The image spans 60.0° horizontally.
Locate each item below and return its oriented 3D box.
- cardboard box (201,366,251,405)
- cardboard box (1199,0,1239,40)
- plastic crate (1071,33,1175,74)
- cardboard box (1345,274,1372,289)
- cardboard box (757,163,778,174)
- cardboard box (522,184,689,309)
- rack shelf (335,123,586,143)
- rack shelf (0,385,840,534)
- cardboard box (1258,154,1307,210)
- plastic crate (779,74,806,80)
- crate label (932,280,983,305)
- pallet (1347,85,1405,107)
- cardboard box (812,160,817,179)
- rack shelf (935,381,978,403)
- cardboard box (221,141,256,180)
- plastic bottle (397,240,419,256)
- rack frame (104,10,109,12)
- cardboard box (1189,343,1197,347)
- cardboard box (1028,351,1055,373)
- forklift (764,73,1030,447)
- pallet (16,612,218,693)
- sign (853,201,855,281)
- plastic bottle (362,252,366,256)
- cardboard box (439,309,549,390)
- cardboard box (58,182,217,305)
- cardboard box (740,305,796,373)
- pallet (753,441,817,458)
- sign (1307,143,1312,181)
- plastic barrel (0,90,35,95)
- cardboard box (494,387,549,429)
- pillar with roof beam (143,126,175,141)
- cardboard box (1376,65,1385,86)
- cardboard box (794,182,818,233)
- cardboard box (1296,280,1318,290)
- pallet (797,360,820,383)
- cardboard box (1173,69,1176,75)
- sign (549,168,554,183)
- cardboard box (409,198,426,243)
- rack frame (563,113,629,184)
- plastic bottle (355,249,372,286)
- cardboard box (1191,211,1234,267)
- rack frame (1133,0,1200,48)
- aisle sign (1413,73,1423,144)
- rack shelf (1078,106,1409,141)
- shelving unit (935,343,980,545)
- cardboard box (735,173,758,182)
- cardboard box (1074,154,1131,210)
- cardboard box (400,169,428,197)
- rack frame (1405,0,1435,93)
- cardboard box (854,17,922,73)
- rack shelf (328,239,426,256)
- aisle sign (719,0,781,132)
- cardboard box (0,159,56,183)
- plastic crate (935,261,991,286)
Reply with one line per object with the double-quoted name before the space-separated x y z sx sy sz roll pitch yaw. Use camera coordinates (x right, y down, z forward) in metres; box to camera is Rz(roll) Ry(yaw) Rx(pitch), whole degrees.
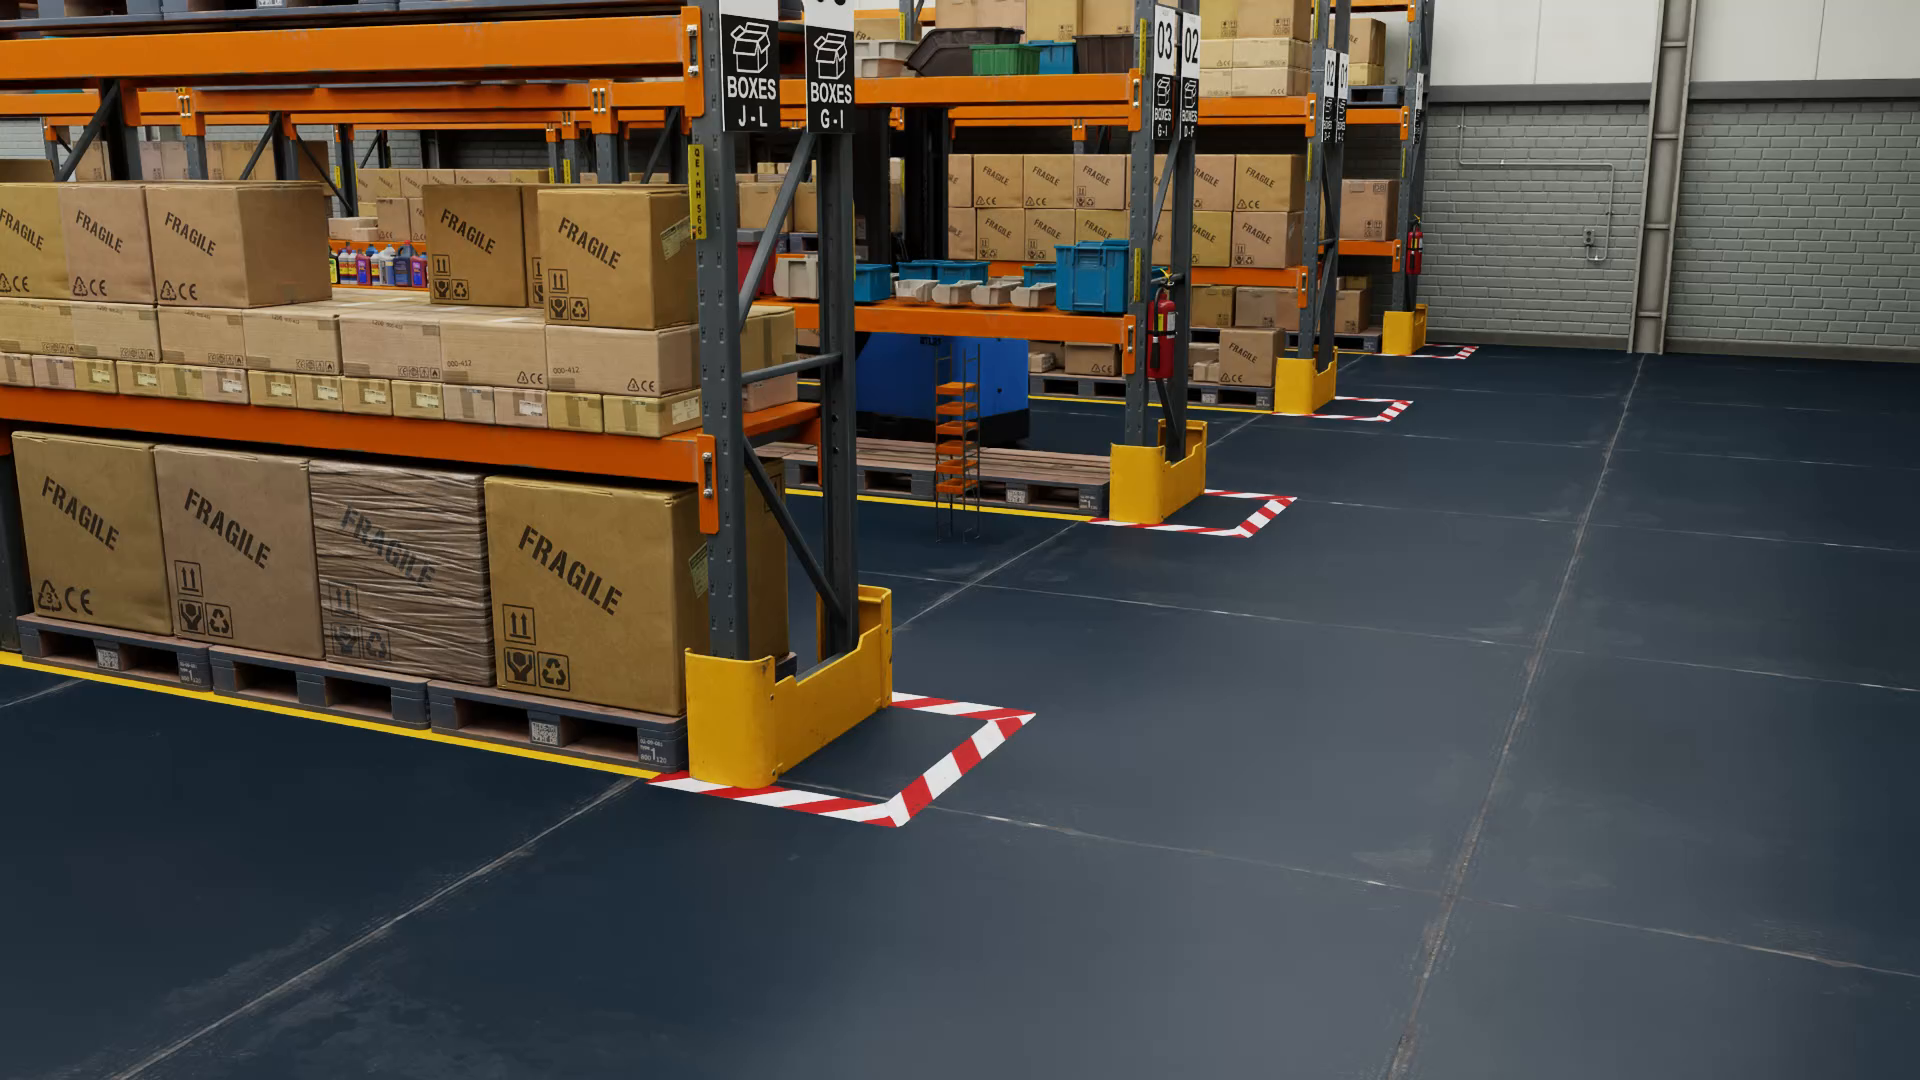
"cardboard box" -3.026 -0.688 7.173 0.250 0.149 0.380 6 14 24
"cardboard box" 2.427 -4.830 15.299 0.500 0.500 0.700 6 14 23
"plastic crate" 1.077 -3.182 10.971 0.590 0.269 0.497 6 14 23
"cardboard box" 4.844 -3.138 20.197 0.250 0.149 0.380 6 14 24
"cardboard box" -2.613 -5.132 22.959 0.250 0.149 0.380 3 14 14
"cardboard box" -1.477 -1.241 7.014 0.500 0.500 0.500 5 14 22
"rack shelf" -7.471 -6.167 24.977 4.000 0.370 1.077 6 14 23
"rack shelf" -2.518 -0.492 7.361 4.000 0.370 1.077 6 14 23
"cardboard box" 3.027 -3.358 15.591 0.500 0.500 0.500 6 15 25
"plastic crate" -1.316 -3.286 11.415 0.590 0.269 0.497 6 14 23
"crate label" -0.026 -1.681 11.298 0.243 0.136 0.396 6 14 23
"pallet" 4.647 -5.245 19.668 1.213 0.211 1.003 6 14 23
"cardboard box" -1.648 -4.971 22.319 0.500 0.250 0.500 6 15 25
"rack shelf" -0.013 -0.893 10.051 0.180 0.103 0.258 6 14 23
"cardboard box" -8.516 -4.603 20.246 0.500 0.500 0.700 6 14 23
"plastic bottle" -4.382 -2.201 13.176 0.185 0.351 0.144 6 14 23
"rack frame" -4.347 -3.948 7.382 0.127 3.000 1.000 6 14 23
"cardboard box" 2.029 -1.804 16.432 0.500 0.250 0.500 6 14 23
"cardboard box" 0.760 -1.769 16.467 0.250 0.166 0.380 6 14 23
"forklift" -0.900 -2.326 13.750 3.031 2.935 1.130 10 17 38
"pallet" -3.684 0.417 8.016 1.213 0.211 1.003 6 14 23
"sign" -0.460 -1.233 6.874 0.005 0.325 0.100 6 14 23
"plastic bottle" -5.057 -2.342 14.105 0.097 0.201 0.097 0 13 0
"cardboard box" -1.704 -0.766 6.629 0.500 0.250 0.500 6 14 22
"cardboard box" -3.566 -1.319 7.347 0.500 0.500 0.500 6 14 23
"cardboard box" -1.019 -0.830 6.903 0.500 0.250 0.500 5 14 22
"pallet" -1.653 -0.644 12.539 1.213 0.211 1.003 6 14 23
"sign" 3.083 -3.330 14.652 0.005 0.325 0.100 6 14 23
"plastic barrel" -8.504 -4.444 14.966 0.600 0.901 0.600 0 13 0
"cardboard box" -1.617 -0.546 6.568 0.250 0.149 0.380 6 14 23
"pillar with roof beam" -15.539 -7.934 24.369 0.400 9.000 9.100 6 14 23
"cardboard box" 4.761 -5.520 19.839 0.500 0.250 0.500 7 15 26
"cardboard box" -1.328 -3.490 17.425 0.500 0.500 0.700 8 16 32
"cardboard box" 4.223 -3.106 20.056 0.250 0.149 0.380 6 15 25
"pallet" -1.090 -1.806 17.489 1.213 0.211 1.003 6 14 23
"cardboard box" 1.834 -4.198 15.341 0.500 0.250 0.500 6 14 23
"sign" -5.855 -5.179 23.864 0.005 0.325 0.100 6 14 23
"cardboard box" -6.010 -3.716 19.304 0.500 0.500 0.500 6 14 23
"rack frame" -3.988 -3.466 18.461 0.127 3.000 1.000 6 14 23
"plastic bottle" -4.695 -2.151 13.112 0.133 0.283 0.061 6 14 23
"cardboard box" 2.331 -2.807 15.431 0.500 0.500 0.500 6 14 24
"rack frame" 1.316 -4.613 10.214 0.127 3.000 1.000 6 14 23
"aisle sign" 5.273 -4.957 19.125 0.004 0.787 0.394 6 14 23
"rack shelf" 3.500 -5.056 20.245 4.000 0.370 1.077 6 14 23
"shelving unit" -0.013 -0.585 10.123 0.189 1.200 0.258 6 14 23
"cardboard box" -2.941 -4.852 23.183 0.500 0.500 0.700 4 14 18
"cardboard box" 1.400 -3.386 15.713 0.500 0.500 0.500 6 15 25
"cardboard box" -8.067 -5.339 25.087 0.500 0.500 0.500 5 14 21
"rack frame" 5.329 -6.682 19.032 0.127 3.000 1.000 6 14 23
"cardboard box" -0.762 -4.920 16.735 0.600 0.600 0.600 4 14 18
"rack shelf" -5.817 -3.301 19.332 4.000 0.370 1.077 6 14 23
"aisle sign" -0.746 -1.854 5.898 0.004 0.787 0.394 6 14 23
"cardboard box" -4.934 -1.622 8.186 0.637 0.503 0.797 5 14 22
"plastic crate" 0.020 -1.853 11.821 0.300 0.233 0.416 6 14 23
